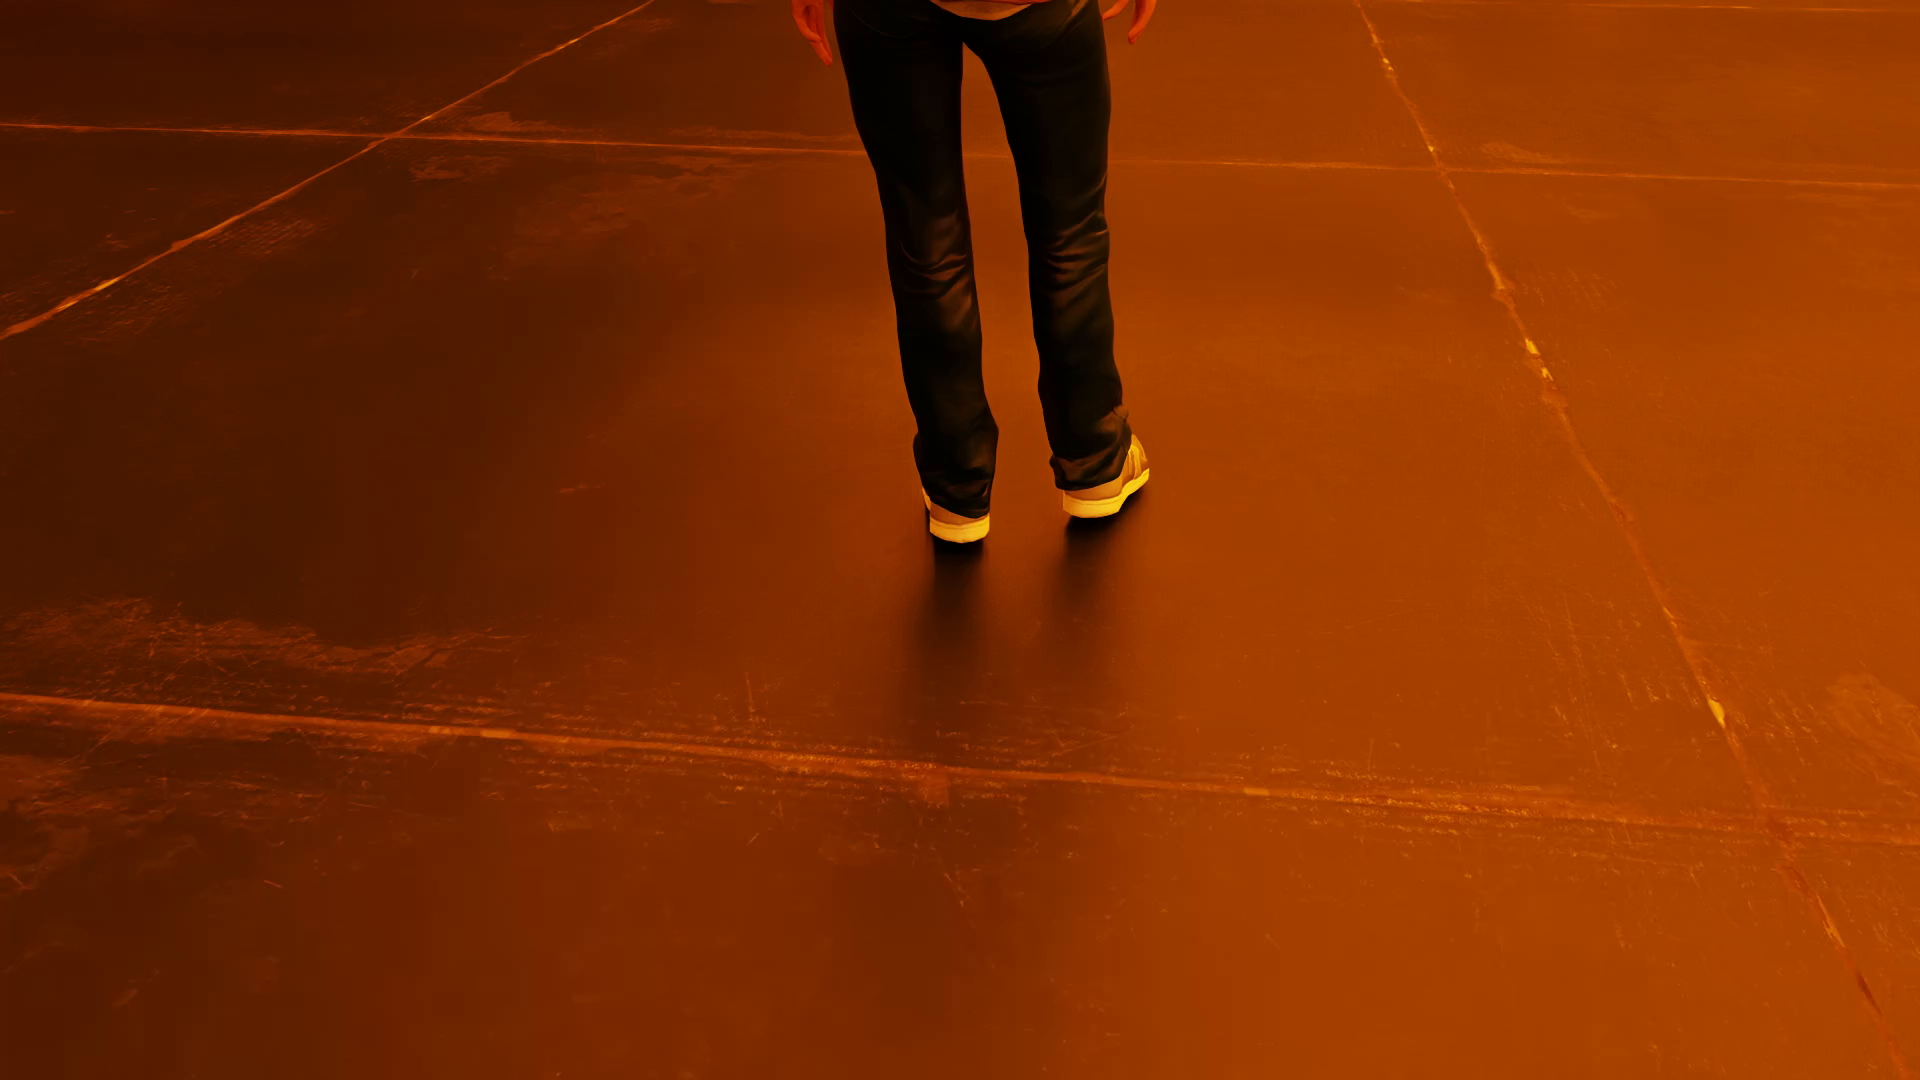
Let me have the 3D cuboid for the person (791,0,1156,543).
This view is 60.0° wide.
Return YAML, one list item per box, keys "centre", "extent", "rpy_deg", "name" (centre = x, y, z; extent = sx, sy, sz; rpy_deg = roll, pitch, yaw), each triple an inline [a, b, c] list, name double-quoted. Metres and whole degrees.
- centre: [0.024, -0.753, 2.204]
  extent: [0.520, 1.597, 0.476]
  rpy_deg: [3, 27, 7]
  name: "person"
